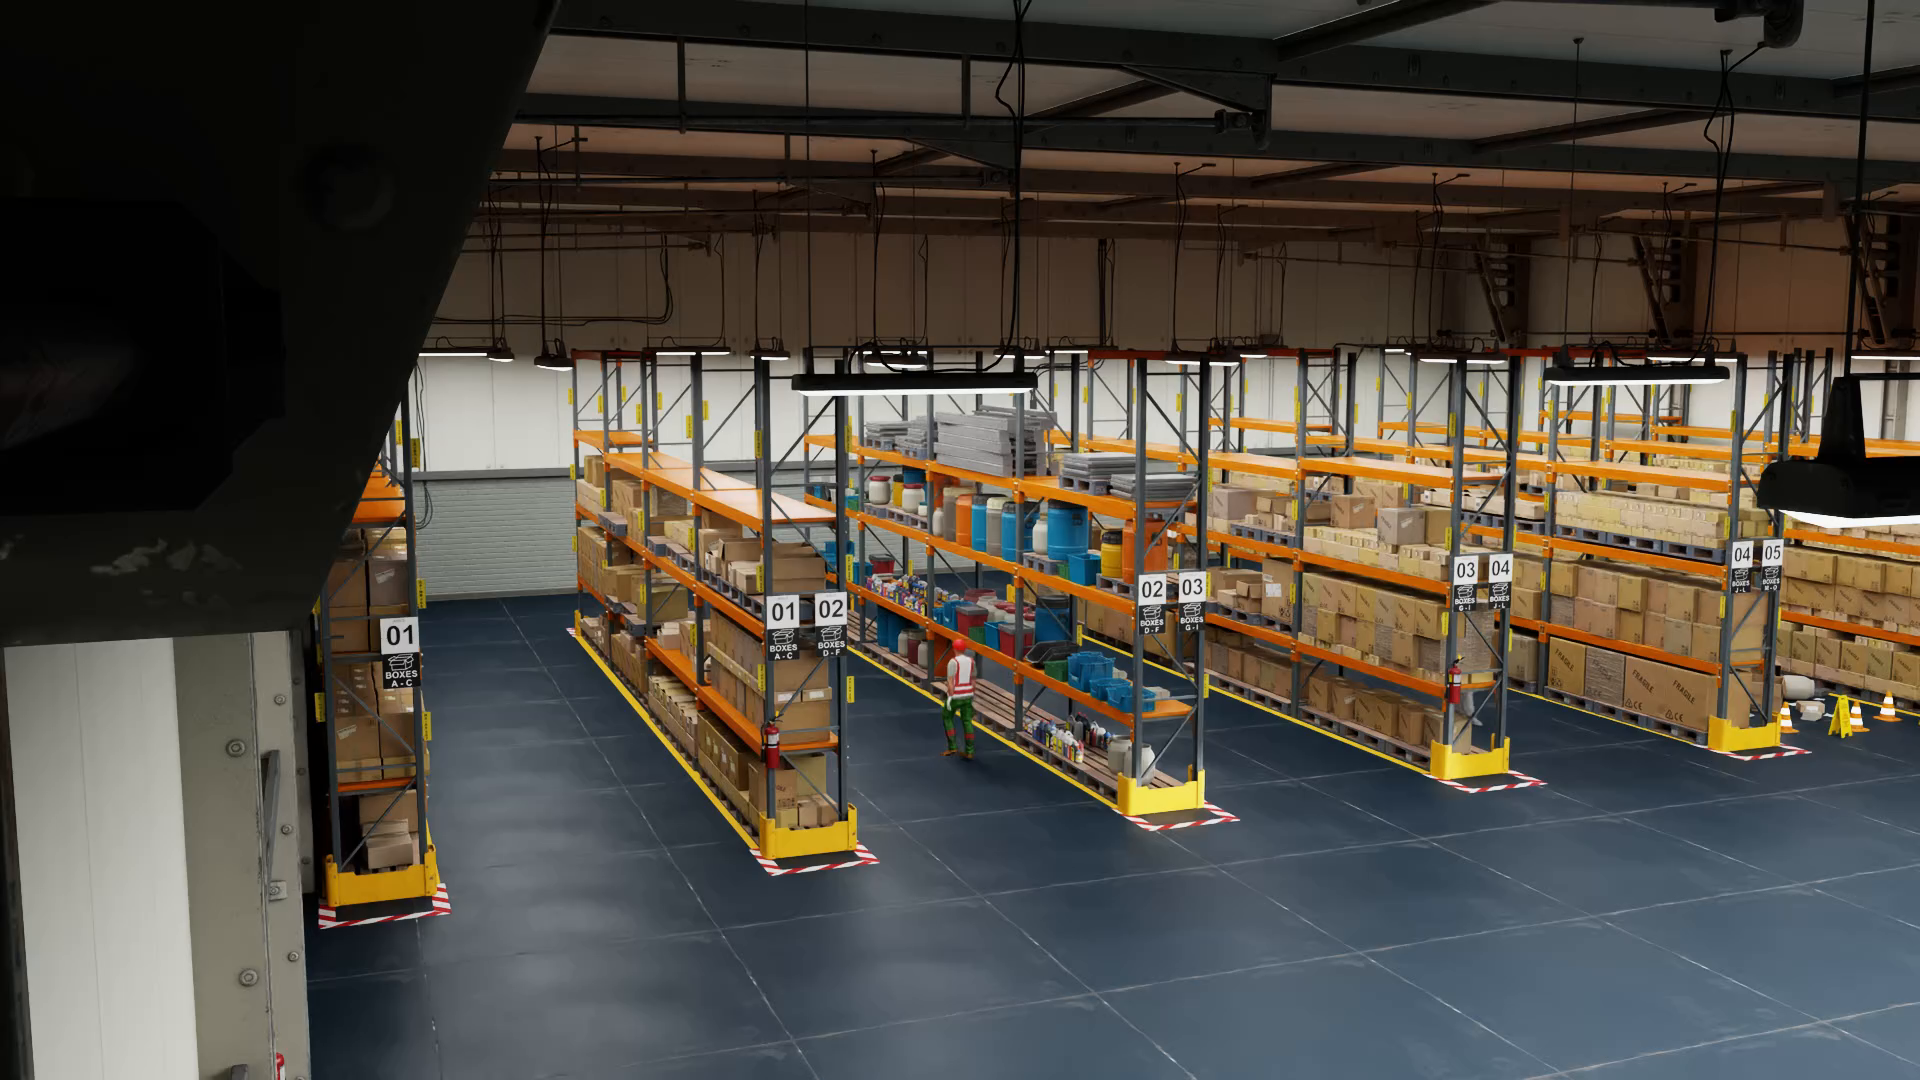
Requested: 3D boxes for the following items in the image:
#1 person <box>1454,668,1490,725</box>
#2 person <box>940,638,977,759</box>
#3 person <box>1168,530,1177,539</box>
[{"bbox_3d":[8.352,2.090,27.183,0.586,1.739,0.740,-4,8,-31],"label":"person"},{"bbox_3d":[0.020,2.373,24.839,0.587,1.808,0.543,-5,9,-34],"label":"person"},{"bbox_3d":[5.224,0.197,42.425,0.601,1.713,1.108,1,7,10],"label":"person"}]
